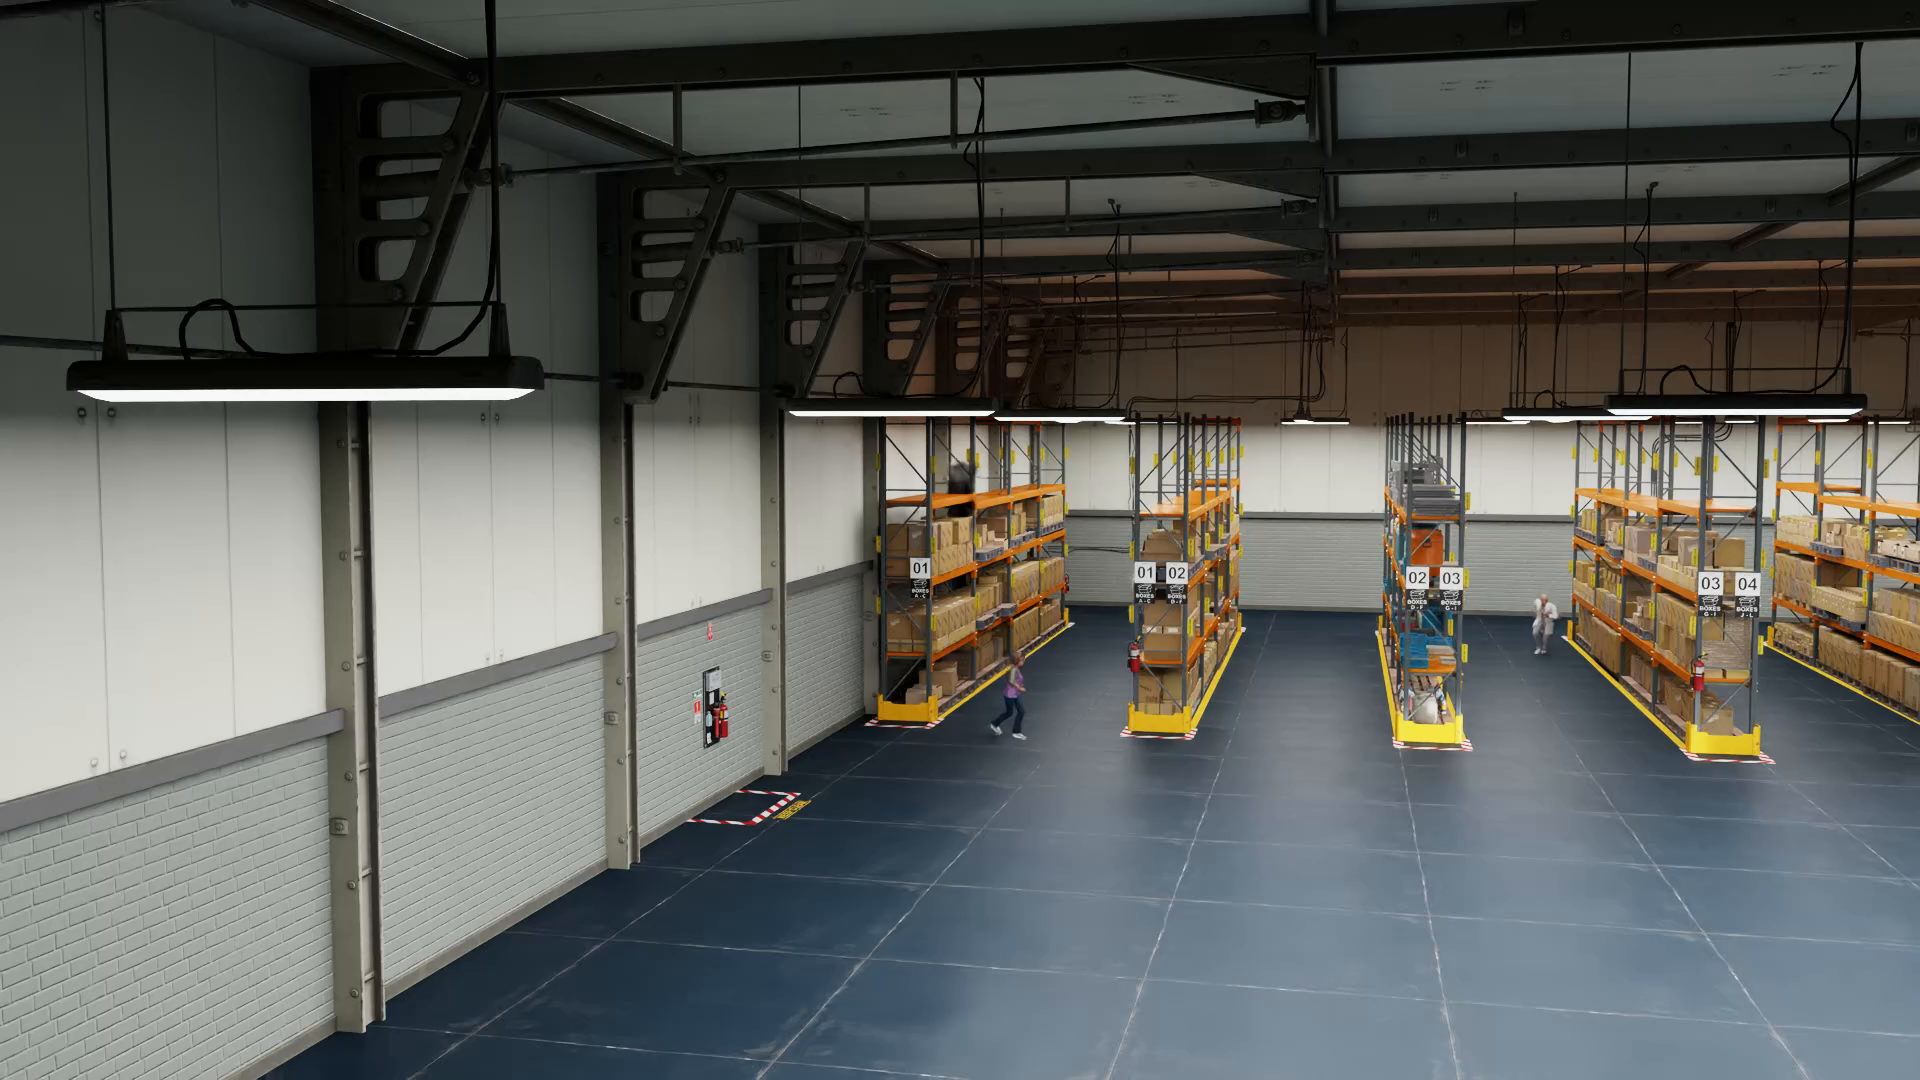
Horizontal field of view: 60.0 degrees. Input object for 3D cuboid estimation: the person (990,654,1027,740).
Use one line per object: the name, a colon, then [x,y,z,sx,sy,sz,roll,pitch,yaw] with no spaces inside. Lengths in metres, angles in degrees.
person: [0.882,2.868,30.562,0.755,1.565,0.518,2,4,25]

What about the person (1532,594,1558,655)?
person: [14.633,2.101,41.618,0.712,1.554,1.146,2,5,32]
